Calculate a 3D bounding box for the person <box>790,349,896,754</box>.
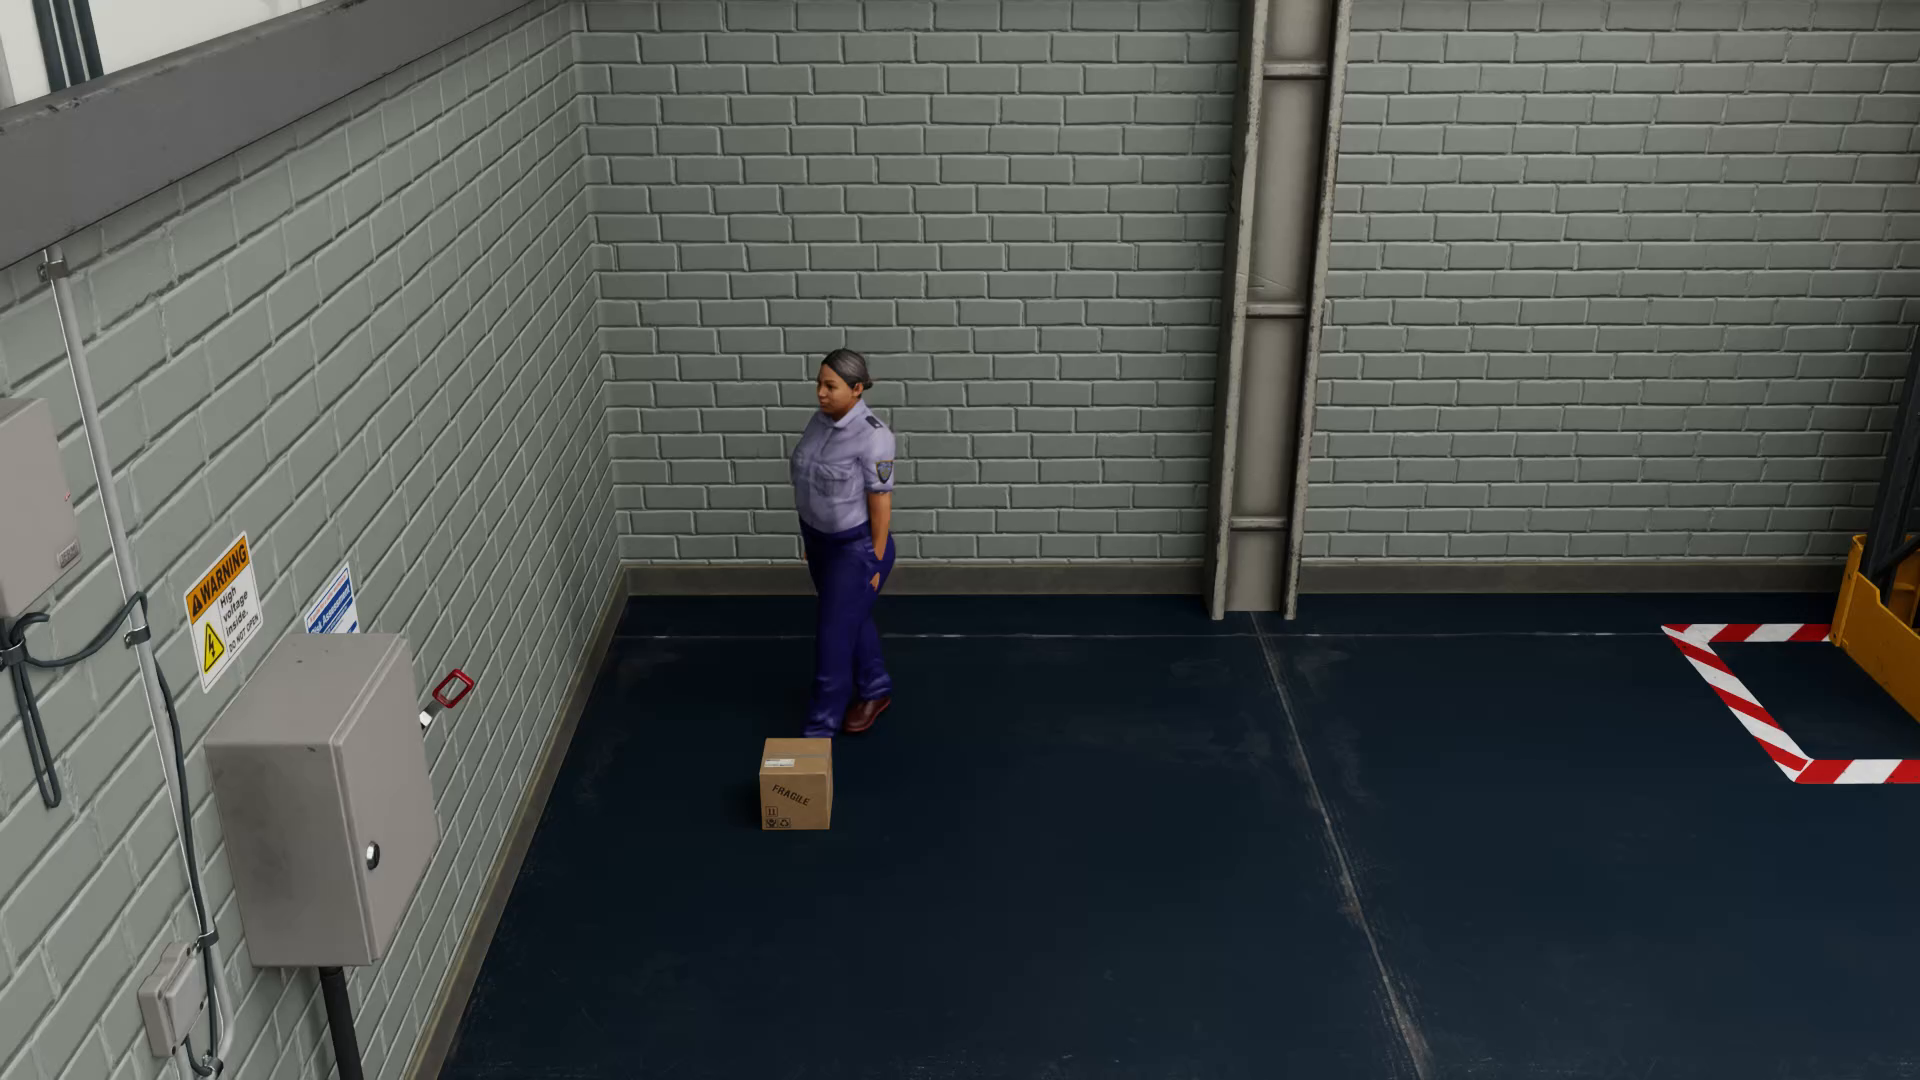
[{"bbox_3d":[-0.534,0.061,6.475,0.683,1.634,0.453,-17,29,-32],"label":"person"}]
